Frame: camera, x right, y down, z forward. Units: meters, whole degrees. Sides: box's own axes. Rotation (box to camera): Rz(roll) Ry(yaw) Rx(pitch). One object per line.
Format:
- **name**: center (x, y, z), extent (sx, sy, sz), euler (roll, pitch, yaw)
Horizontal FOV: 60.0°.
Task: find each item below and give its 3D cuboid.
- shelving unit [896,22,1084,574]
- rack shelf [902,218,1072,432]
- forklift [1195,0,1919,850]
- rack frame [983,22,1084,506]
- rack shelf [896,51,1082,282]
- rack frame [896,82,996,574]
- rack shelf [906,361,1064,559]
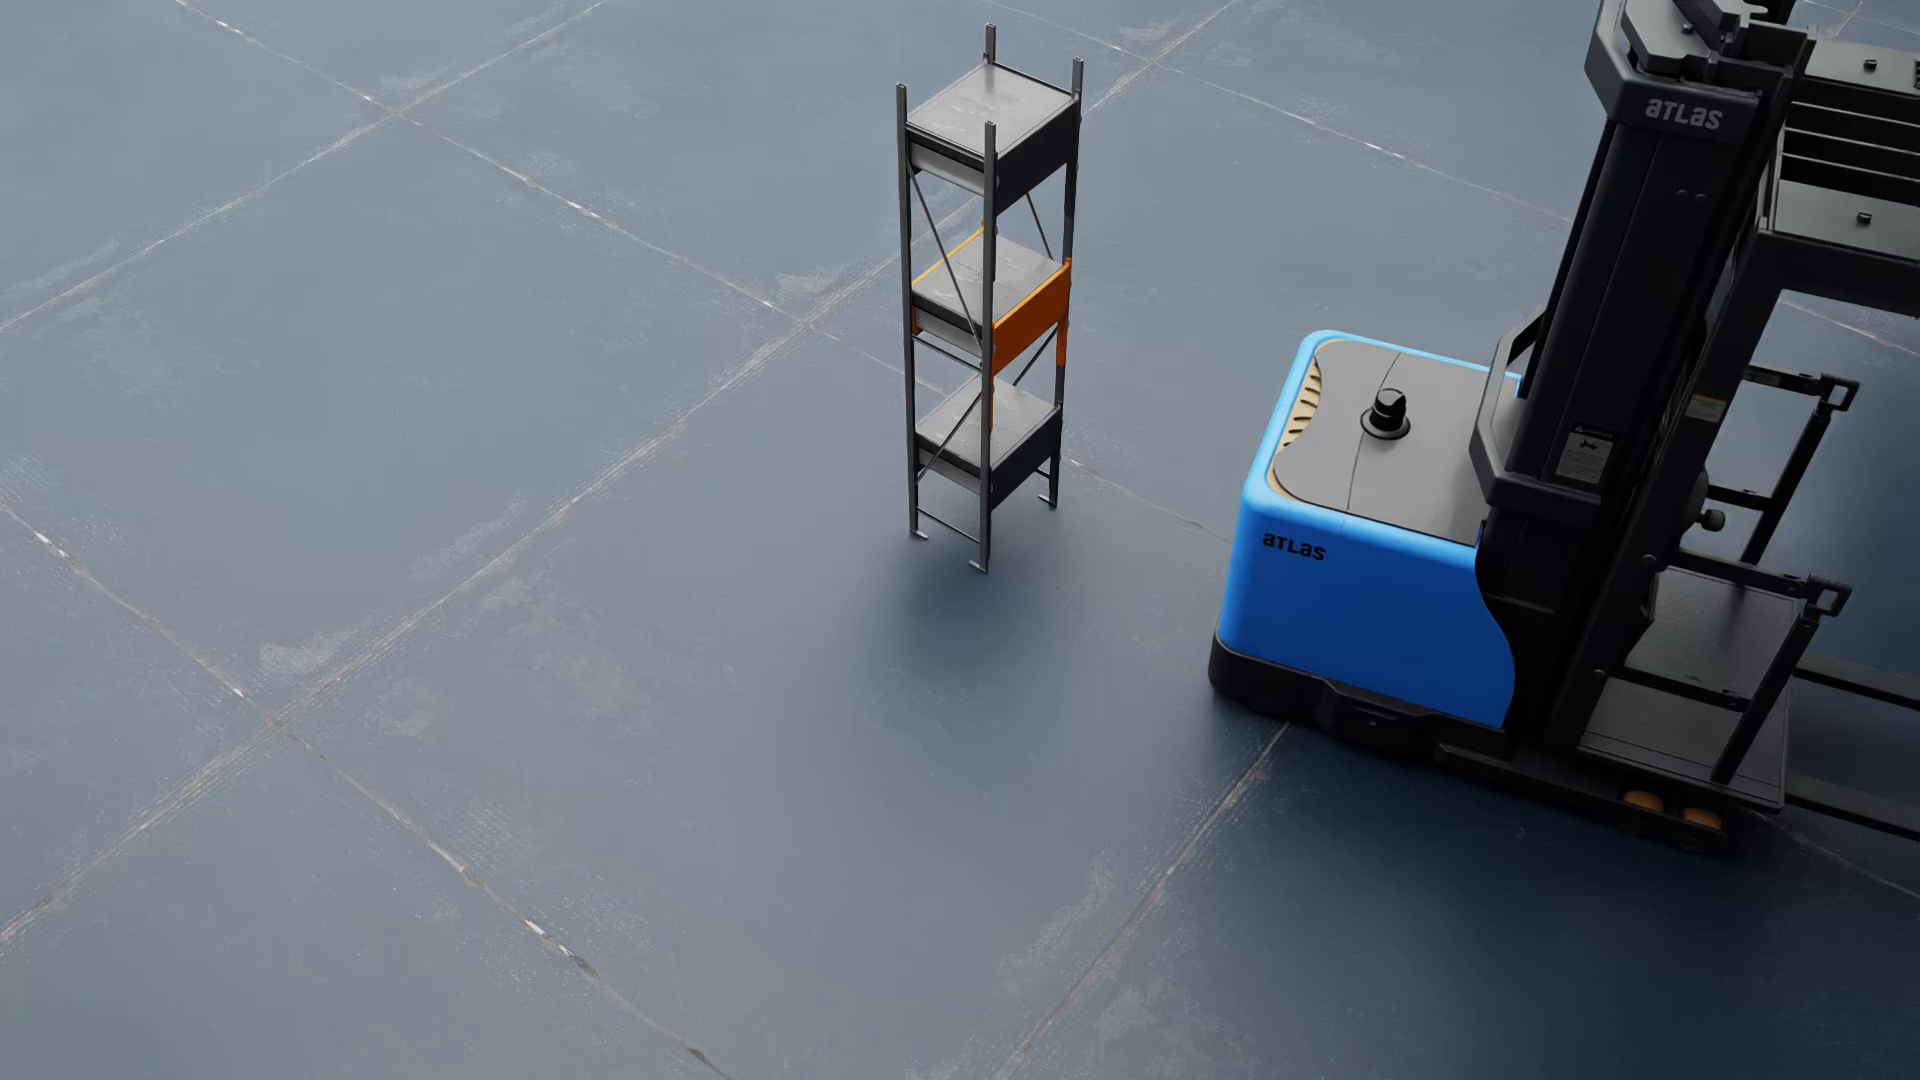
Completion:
- **shelving unit**: center (0.101, -0.820, 6.246), extent (0.431, 2.100, 0.503), euler (29, 53, 25)
- **rack shelf**: center (0.101, -0.811, 6.256), extent (0.431, 0.518, 0.480), euler (29, 53, 25)
- **forklift**: center (2.466, -0.367, 5.238), extent (3.031, 2.935, 1.130), euler (16, 48, 15)
- **rack frame**: center (0.250, -0.960, 6.379), extent (0.400, 2.100, 0.015), euler (29, 53, 25)
- **rack shelf**: center (0.101, -1.294, 5.750), extent (0.431, 0.518, 0.480), euler (29, 53, 25)
- **rack frame**: center (-0.048, -0.680, 6.113), extent (0.400, 2.100, 0.015), euler (29, 53, 25)
- **rack shelf**: center (0.101, -0.327, 6.762), extent (0.431, 0.518, 0.480), euler (29, 53, 25)
